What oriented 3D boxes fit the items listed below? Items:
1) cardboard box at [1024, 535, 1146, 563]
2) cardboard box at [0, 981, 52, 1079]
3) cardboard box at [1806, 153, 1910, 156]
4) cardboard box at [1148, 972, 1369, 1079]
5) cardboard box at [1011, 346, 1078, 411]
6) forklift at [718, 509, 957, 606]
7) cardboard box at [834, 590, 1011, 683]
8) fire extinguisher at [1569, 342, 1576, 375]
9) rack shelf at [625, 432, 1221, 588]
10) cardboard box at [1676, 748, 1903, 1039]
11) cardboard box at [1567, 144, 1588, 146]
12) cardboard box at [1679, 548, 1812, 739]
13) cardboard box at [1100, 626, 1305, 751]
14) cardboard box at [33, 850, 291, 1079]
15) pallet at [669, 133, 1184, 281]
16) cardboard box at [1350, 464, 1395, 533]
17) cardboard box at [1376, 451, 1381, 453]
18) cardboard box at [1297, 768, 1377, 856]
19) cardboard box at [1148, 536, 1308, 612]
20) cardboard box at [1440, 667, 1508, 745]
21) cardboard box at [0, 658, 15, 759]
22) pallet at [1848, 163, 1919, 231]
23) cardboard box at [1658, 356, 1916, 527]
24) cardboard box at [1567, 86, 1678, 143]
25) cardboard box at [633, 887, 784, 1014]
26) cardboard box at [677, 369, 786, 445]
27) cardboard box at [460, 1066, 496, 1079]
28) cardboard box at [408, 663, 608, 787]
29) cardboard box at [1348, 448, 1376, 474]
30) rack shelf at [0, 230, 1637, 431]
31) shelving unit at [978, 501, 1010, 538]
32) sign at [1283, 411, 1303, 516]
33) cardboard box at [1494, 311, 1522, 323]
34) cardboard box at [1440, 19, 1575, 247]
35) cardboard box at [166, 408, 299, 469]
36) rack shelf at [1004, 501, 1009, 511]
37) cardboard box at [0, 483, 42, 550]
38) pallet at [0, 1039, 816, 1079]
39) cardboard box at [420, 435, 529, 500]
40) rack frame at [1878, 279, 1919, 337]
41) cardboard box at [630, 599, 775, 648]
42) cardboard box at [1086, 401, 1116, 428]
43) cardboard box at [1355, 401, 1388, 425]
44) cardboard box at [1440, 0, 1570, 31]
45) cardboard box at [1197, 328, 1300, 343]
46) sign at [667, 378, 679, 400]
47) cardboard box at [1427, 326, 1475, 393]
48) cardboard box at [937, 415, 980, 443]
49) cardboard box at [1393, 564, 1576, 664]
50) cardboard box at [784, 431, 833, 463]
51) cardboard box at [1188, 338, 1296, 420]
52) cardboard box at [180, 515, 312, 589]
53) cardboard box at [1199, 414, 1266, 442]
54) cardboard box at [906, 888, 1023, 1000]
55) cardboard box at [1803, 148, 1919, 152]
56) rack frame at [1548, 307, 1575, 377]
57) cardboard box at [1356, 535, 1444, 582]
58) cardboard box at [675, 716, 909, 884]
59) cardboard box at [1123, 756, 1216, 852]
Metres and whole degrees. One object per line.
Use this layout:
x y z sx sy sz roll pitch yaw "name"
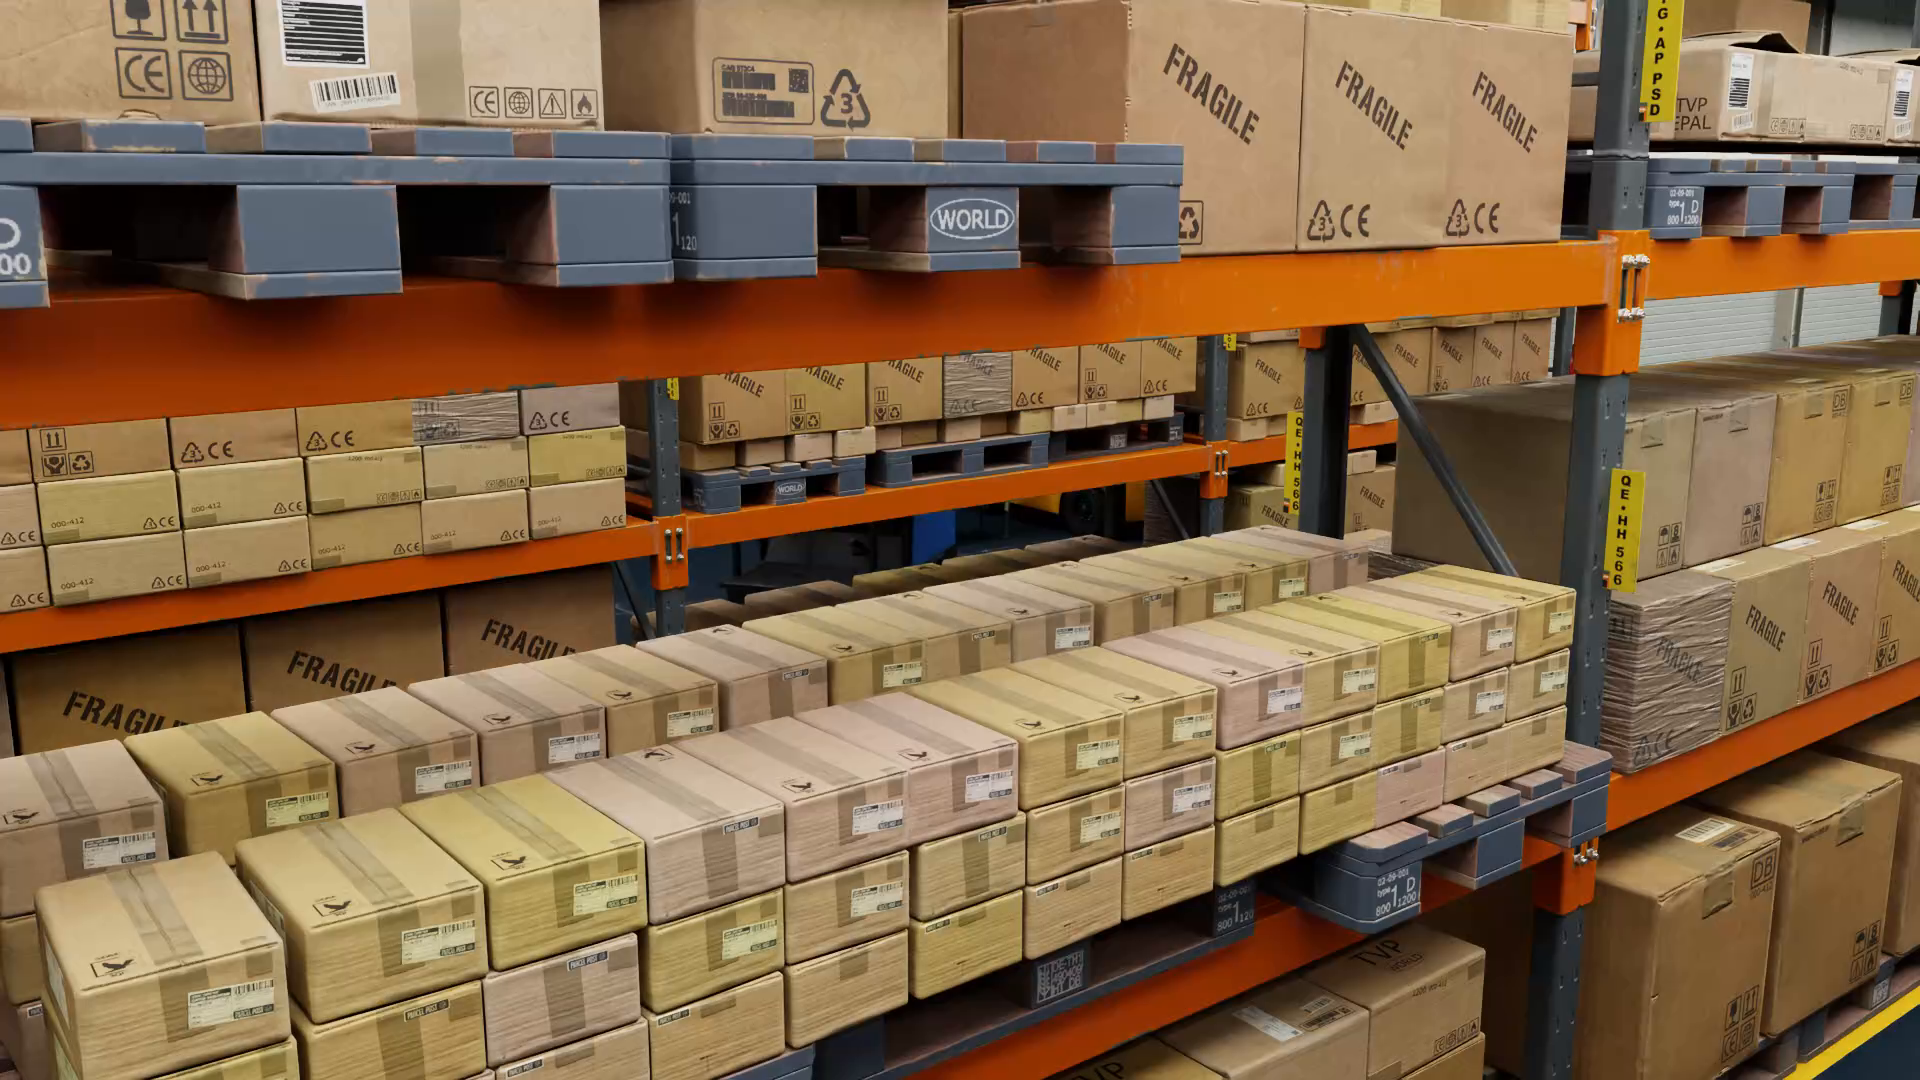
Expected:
0.960 0.257 11.014 0.625 0.372 0.950 -9 15 -37 "cardboard box"
-1.521 0.770 2.876 0.250 0.149 0.380 -10 15 -39 "cardboard box"
3.574 -1.606 6.604 0.380 0.149 0.250 -9 15 -38 "cardboard box"
0.658 1.266 4.147 0.500 0.250 0.500 -9 15 -37 "cardboard box"
0.357 -1.064 9.950 0.500 0.500 0.500 -9 15 -36 "cardboard box"
-0.958 -0.861 11.129 1.130 2.935 3.031 4 13 18 "forklift"
-0.092 0.243 3.925 0.250 0.149 0.380 -9 15 -36 "cardboard box"
4.869 -1.313 13.277 0.183 0.674 0.296 -9 15 -38 "fire extinguisher"
-0.194 -0.280 9.960 4.000 0.370 1.077 -9 15 -38 "rack shelf"
2.628 1.134 5.974 0.750 0.750 1.050 -9 15 -37 "cardboard box"
1.746 -1.304 5.136 0.250 0.166 0.380 -9 15 -38 "cardboard box"
2.330 0.287 5.314 0.500 0.500 0.500 -10 15 -38 "cardboard box"
0.519 0.313 3.594 0.250 0.149 0.380 -9 15 -38 "cardboard box"
-1.113 0.586 2.309 0.250 0.149 0.380 -8 15 -35 "cardboard box"
-0.351 -0.637 3.139 1.003 0.211 1.213 -9 15 -38 "pallet"
2.814 -0.290 12.077 0.500 0.500 0.500 -8 15 -35 "cardboard box"
2.868 -0.443 12.796 0.500 0.500 0.500 -9 15 -37 "cardboard box"
0.725 0.570 3.816 0.250 0.149 0.380 -10 15 -38 "cardboard box"
0.726 0.107 4.564 0.250 0.149 0.380 -10 16 -39 "cardboard box"
1.107 0.362 4.081 0.250 0.149 0.380 -9 15 -36 "cardboard box"
-4.445 0.887 6.836 0.875 0.875 0.875 -9 15 -36 "cardboard box"
2.757 -1.196 5.771 1.213 0.211 1.003 -9 15 -35 "pallet"
2.965 -0.377 6.034 0.500 0.500 0.700 -10 15 -38 "cardboard box"
1.776 -1.199 4.686 0.250 0.149 0.380 -10 16 -40 "cardboard box"
-0.508 0.630 2.817 0.250 0.149 0.380 -10 16 -40 "cardboard box"
-1.260 -0.793 8.676 0.500 0.500 0.500 -10 16 -39 "cardboard box"
-0.900 0.840 2.545 0.250 0.149 0.380 -9 15 -37 "cardboard box"
-0.899 0.376 3.296 0.250 0.149 0.380 -9 15 -38 "cardboard box"
2.741 -0.578 11.871 0.250 0.149 0.380 -8 15 -34 "cardboard box"
-0.146 -0.439 3.485 4.000 0.370 1.077 -9 15 -38 "rack shelf"
0.005 -0.735 13.977 0.755 1.500 0.431 -9 15 -38 "shelving unit"
1.066 -0.239 5.245 0.005 0.325 0.100 -9 15 -38 "sign"
3.829 -1.928 12.624 0.500 0.500 0.700 -9 15 -37 "cardboard box"
1.128 -0.984 4.079 0.500 0.500 0.500 -9 15 -38 "cardboard box"
-3.183 -0.606 7.111 0.500 0.500 0.500 -10 15 -39 "cardboard box"
0.005 -0.416 14.045 0.720 0.370 0.431 -9 15 -38 "rack shelf"
-3.970 -0.109 6.576 0.500 0.250 0.500 -9 15 -37 "cardboard box"
-1.020 0.954 2.875 1.213 0.211 1.003 -9 15 -38 "pallet"
-2.373 -0.373 7.820 0.500 0.250 0.500 -10 16 -39 "cardboard box"
4.539 -0.102 7.388 0.127 3.000 1.000 -9 15 -38 "rack frame"
-1.308 0.636 9.230 0.625 0.372 0.950 -11 16 -41 "cardboard box"
0.743 -0.792 10.232 0.250 0.149 0.380 -10 15 -39 "cardboard box"
2.819 -0.922 11.855 0.250 0.149 0.380 -9 15 -37 "cardboard box"
1.262 -1.379 4.096 0.258 0.266 0.396 -9 15 -38 "cardboard box"
1.847 -1.597 11.065 0.500 0.500 0.700 -10 15 -38 "cardboard box"
-1.406 -0.850 8.121 0.005 0.325 0.100 -9 15 -38 "sign"
3.453 -1.362 12.362 0.500 0.500 0.500 -10 15 -38 "cardboard box"
-0.093 -0.669 9.652 0.250 0.149 0.380 -9 15 -36 "cardboard box"
1.319 0.181 4.215 0.250 0.149 0.380 -10 16 -40 "cardboard box"
-0.901 -0.527 8.981 0.250 0.149 0.380 -11 16 -41 "cardboard box"
1.886 -1.098 11.122 0.500 0.500 0.500 -9 15 -38 "cardboard box"
-3.161 0.011 7.218 0.500 0.250 0.500 -10 15 -39 "cardboard box"
1.814 -0.758 11.081 0.250 0.149 0.380 -10 15 -38 "cardboard box"
-0.097 0.707 3.173 0.250 0.149 0.380 -10 15 -39 "cardboard box"
3.308 -1.517 5.792 0.500 0.311 0.500 -10 16 -40 "cardboard box"
4.491 -1.411 13.551 0.127 3.000 1.000 -9 15 -38 "rack frame"
1.600 0.266 5.414 0.500 0.500 0.500 -9 15 -38 "cardboard box"
-0.301 0.451 2.947 0.250 0.149 0.380 -10 15 -38 "cardboard box"
0.308 0.495 3.456 0.250 0.149 0.380 -9 15 -36 "cardboard box"
